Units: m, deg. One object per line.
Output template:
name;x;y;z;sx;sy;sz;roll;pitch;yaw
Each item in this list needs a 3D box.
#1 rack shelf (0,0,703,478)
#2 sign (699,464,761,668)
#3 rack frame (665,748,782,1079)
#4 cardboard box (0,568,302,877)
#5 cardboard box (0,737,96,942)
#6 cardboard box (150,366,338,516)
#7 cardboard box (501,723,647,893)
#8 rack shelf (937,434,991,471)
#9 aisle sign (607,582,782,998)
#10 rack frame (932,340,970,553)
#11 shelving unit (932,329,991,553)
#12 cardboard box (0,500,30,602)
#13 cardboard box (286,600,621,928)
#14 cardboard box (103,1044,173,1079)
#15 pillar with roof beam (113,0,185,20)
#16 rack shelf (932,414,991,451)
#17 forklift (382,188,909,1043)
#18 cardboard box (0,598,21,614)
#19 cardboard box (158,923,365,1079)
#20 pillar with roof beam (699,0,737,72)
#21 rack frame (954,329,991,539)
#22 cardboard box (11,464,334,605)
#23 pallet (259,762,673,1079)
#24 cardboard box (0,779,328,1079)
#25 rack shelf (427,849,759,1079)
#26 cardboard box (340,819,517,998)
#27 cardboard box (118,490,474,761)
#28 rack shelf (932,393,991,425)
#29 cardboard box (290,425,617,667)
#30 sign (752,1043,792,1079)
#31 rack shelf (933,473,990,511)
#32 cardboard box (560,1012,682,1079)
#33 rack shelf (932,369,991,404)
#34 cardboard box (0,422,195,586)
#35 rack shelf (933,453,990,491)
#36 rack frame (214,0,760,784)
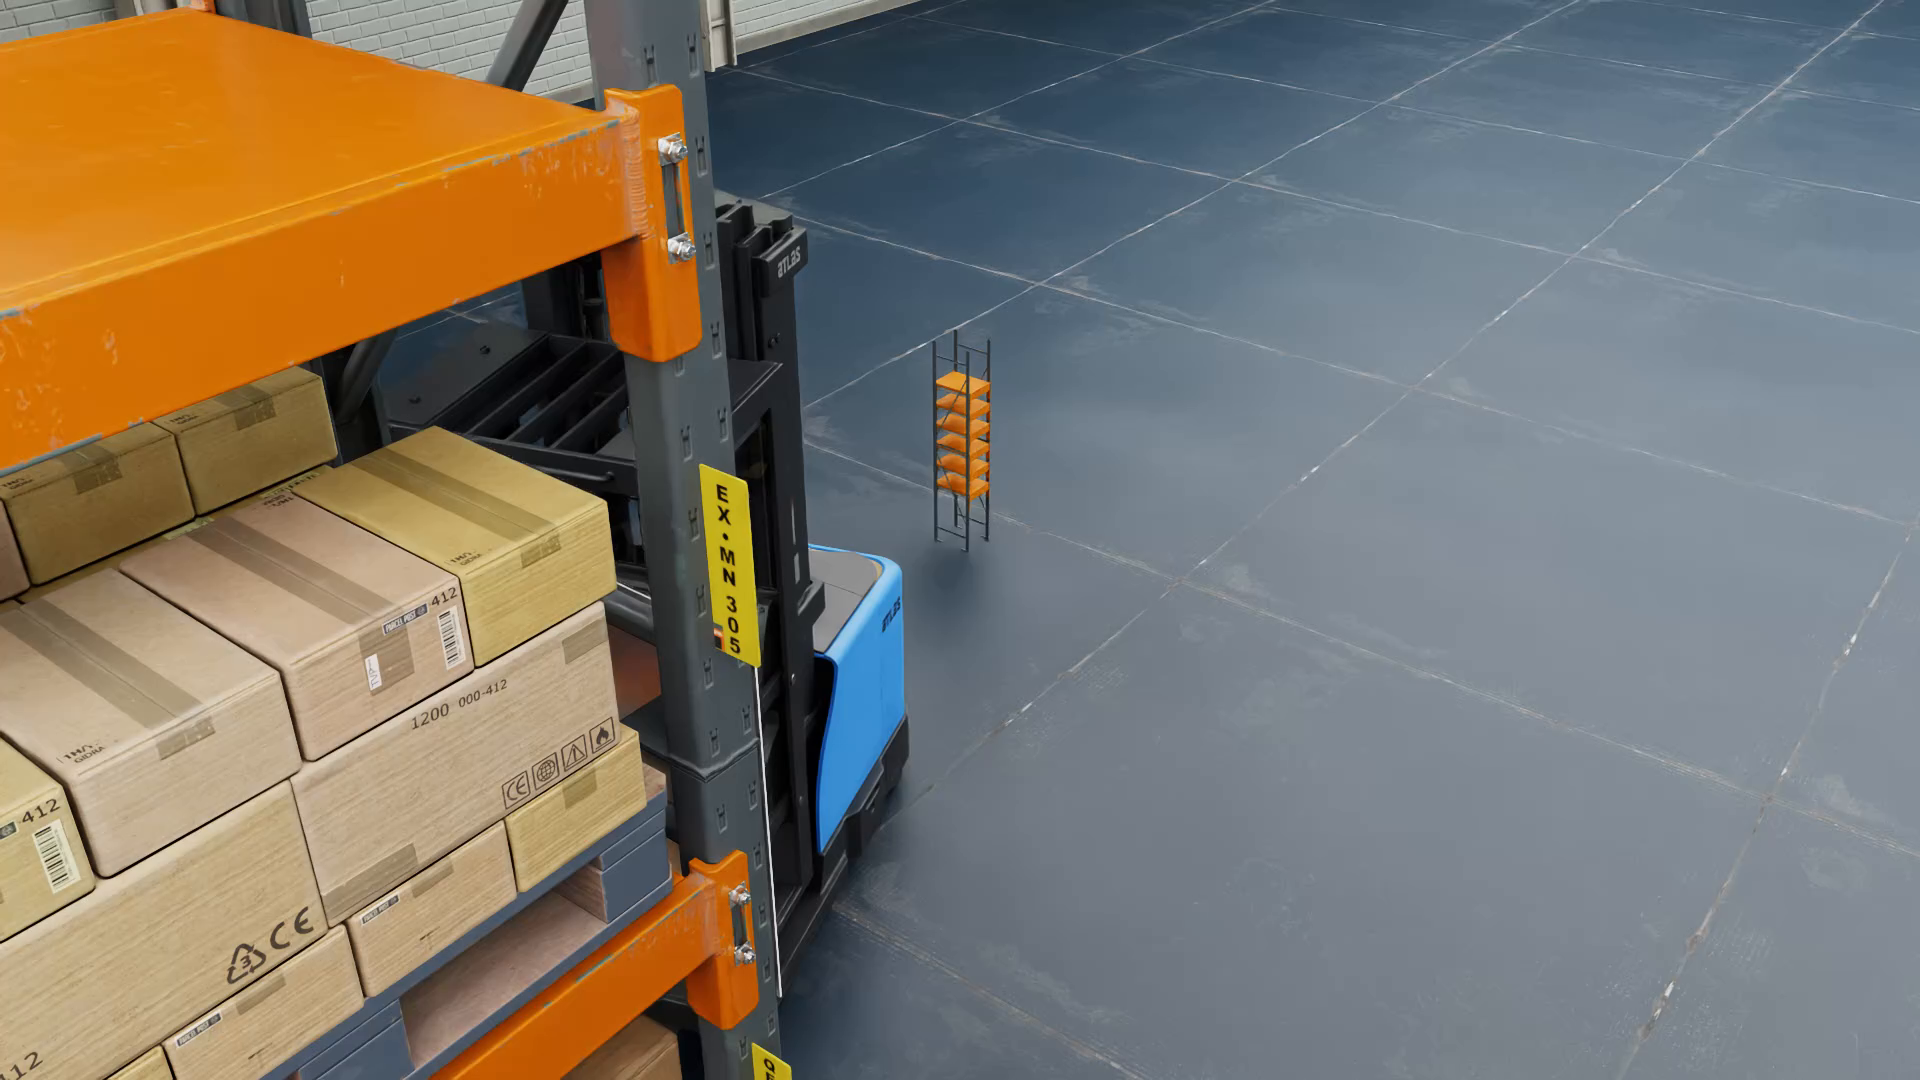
rack shelf;-1.979;0.220;1.150;1.077;0.370;4.000;21;37;31
sign;-0.348;0.042;2.505;0.100;0.325;0.005;21;37;31
rack frame;-0.772;1.506;3.766;1.000;3.000;0.127;21;37;31
cardboard box;-1.011;0.204;1.976;0.380;0.149;0.250;22;37;32
cardboard box;-1.166;0.310;1.798;0.380;0.149;0.250;22;37;32
cardboard box;-1.227;-0.205;2.666;0.380;0.149;0.250;22;37;32
cardboard box;-0.702;0.340;2.529;0.380;0.149;0.250;21;37;31
rack shelf;0.009;-0.484;8.977;0.258;0.103;0.180;21;37;31
aisle sign;-0.490;0.451;2.996;0.394;0.787;0.004;21;37;31
rack frame;-0.047;-0.485;8.891;0.240;1.200;0.006;21;37;31
shelving unit;0.009;-0.522;8.954;0.258;1.200;0.189;21;37;31
cardboard box;-1.533;0.001;2.319;0.380;0.149;0.250;21;36;31
cardboard box;-0.845;0.214;2.351;0.500;0.250;0.500;22;37;32
cardboard box;-1.163;0.649;2.007;0.380;0.149;0.250;21;37;32
pillar with roof beam;-2.824;-5.191;9.183;9.100;9.000;0.400;21;37;31
rack shelf;0.009;-0.587;8.916;0.258;0.103;0.180;21;37;31
forklift;-1.177;0.377;5.738;1.130;2.935;3.031;10;32;16
cardboard box;-1.573;0.253;2.285;0.500;0.250;0.500;21;36;31
cardboard box;-1.010;0.546;2.180;0.380;0.149;0.250;22;37;32
pillar with roof beam;0.798;-7.630;13.298;9.100;9.000;0.400;21;37;31
rack frame;0.064;-0.559;9.017;0.240;1.200;0.006;21;37;31
cardboard box;-1.268;0.046;2.634;0.500;0.250;0.500;21;37;31
pallet;-1.211;0.559;2.510;1.003;0.211;1.213;21;37;31
cardboard box;-1.147;0.417;2.008;0.500;0.250;0.500;21;37;31
rack shelf;-1.979;1.338;1.813;1.077;0.370;4.000;21;37;31
cardboard box;-0.855;0.442;2.357;0.380;0.149;0.250;21;37;32
cardboard box;-0.857;0.100;2.152;0.380;0.149;0.250;21;37;32
rack shelf;0.009;-0.690;8.854;0.258;0.103;0.180;21;37;31
cardboard box;-0.705;-0.001;2.322;0.380;0.149;0.250;22;37;32
sign;-0.348;1.079;3.119;0.100;0.325;0.005;21;37;31
rack shelf;0.009;-0.277;9.099;0.258;0.103;0.180;21;37;31
cardboard box;-1.027;1.116;3.218;0.875;0.550;0.550;21;37;31
rack shelf;0.009;-0.794;8.793;0.258;0.103;0.180;21;37;31
cardboard box;-1.379;-0.104;2.495;0.380;0.149;0.250;21;37;32
rack shelf;0.009;-0.381;9.038;0.258;0.103;0.180;21;37;31
rack frame;-0.772;-1.075;2.237;1.000;3.000;0.127;21;37;31
